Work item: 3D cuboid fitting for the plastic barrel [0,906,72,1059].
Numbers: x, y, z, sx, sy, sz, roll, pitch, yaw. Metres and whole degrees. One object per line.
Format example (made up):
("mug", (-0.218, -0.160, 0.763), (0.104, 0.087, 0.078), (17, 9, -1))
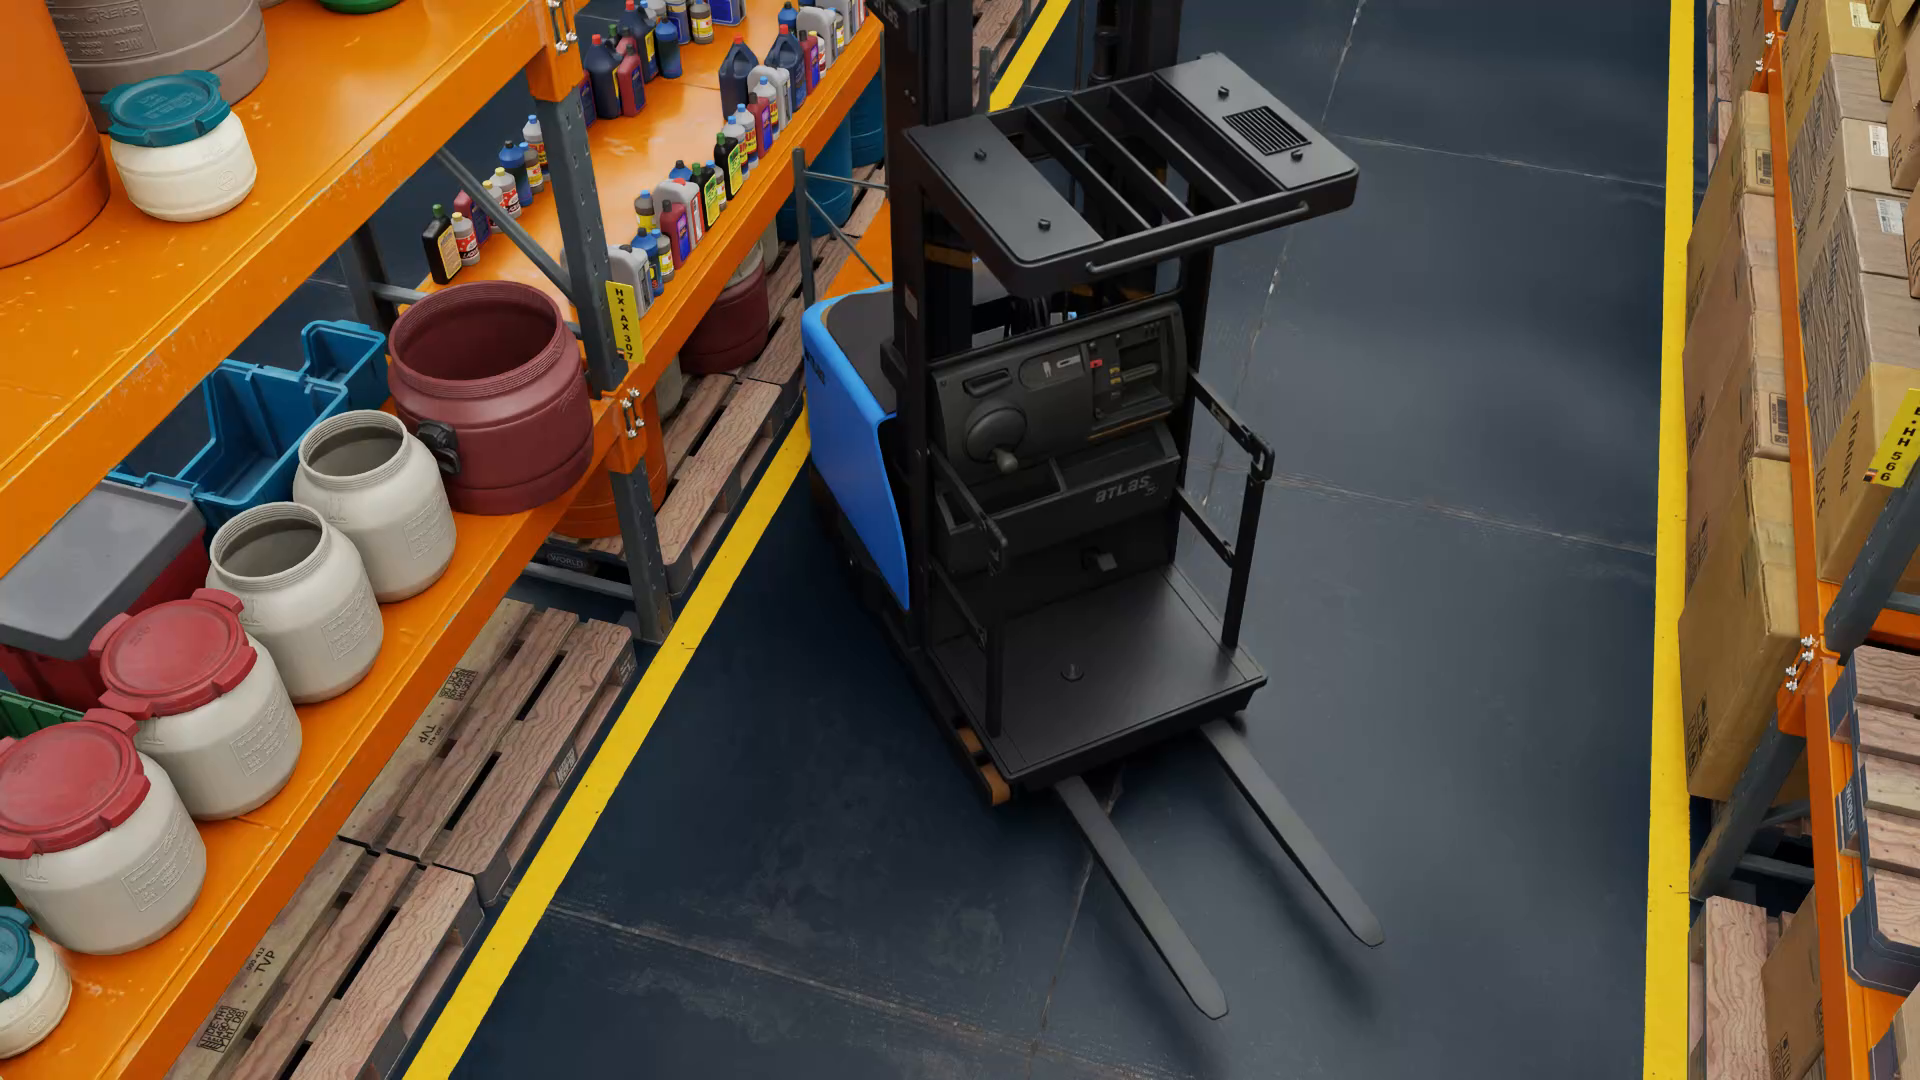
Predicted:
("plastic barrel", (-2.325, 1.077, 4.003), (0.301, 0.262, 0.301), (0, 44, 0))

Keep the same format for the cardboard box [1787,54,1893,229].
("cardboard box", (3.591, -1.520, 6.486), (0.500, 0.500, 0.500), (12, 46, 12))

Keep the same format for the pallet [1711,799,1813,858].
("pallet", (3.371, 0.747, 6.235), (1.003, 0.211, 1.213), (13, 46, 13))

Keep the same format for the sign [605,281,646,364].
("sign", (-1.134, -0.736, 5.639), (0.100, 0.325, 0.005), (13, 46, 13))

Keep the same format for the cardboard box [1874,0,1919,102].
("cardboard box", (3.867, -1.918, 6.176), (0.797, 0.503, 0.637), (13, 46, 13))

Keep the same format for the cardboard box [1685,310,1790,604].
("cardboard box", (3.566, -0.179, 6.406), (1.225, 0.875, 0.875), (13, 46, 13))

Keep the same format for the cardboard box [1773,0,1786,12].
("cardboard box", (4.052, -2.589, 7.830), (0.380, 0.149, 0.250), (13, 46, 13))

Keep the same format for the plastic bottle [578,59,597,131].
("plastic bottle", (-1.598, -1.869, 6.998), (0.061, 0.283, 0.133), (13, 46, 13))

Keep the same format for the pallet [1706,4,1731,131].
("pallet", (4.944, -2.716, 9.773), (1.003, 0.211, 1.213), (13, 46, 12))

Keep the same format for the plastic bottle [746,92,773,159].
("plastic bottle", (-0.828, -1.728, 6.853), (0.061, 0.283, 0.133), (13, 46, 13))

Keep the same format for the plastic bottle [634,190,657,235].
("plastic bottle", (-1.206, -1.260, 6.434), (0.097, 0.201, 0.097), (0, 44, 0))

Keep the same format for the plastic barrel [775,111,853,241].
("plastic barrel", (-0.844, -2.024, 8.273), (0.600, 0.901, 0.708), (13, 46, 13))

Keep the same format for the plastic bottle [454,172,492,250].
("plastic bottle", (-1.874, -1.261, 6.377), (0.061, 0.283, 0.133), (13, 46, 13))

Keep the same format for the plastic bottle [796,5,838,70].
("plastic bottle", (-0.635, -2.256, 7.398), (0.152, 0.276, 0.135), (13, 46, 13))

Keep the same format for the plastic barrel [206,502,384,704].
("plastic barrel", (-1.896, 0.183, 4.738), (0.421, 0.512, 0.421), (0, 44, 0))

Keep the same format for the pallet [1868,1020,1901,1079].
("pallet", (2.500, 1.657, 3.448), (1.003, 0.211, 1.213), (13, 46, 13))

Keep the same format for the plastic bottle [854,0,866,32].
("plastic bottle", (-0.524, -2.500, 7.648), (0.152, 0.276, 0.135), (13, 46, 13))

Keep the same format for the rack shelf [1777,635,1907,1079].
("rack shelf", (2.454, 1.850, 3.628), (1.077, 0.370, 4.000), (13, 46, 13))

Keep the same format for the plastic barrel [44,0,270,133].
("plastic barrel", (-2.116, -1.539, 4.074), (0.600, 0.901, 0.600), (0, 44, 0))

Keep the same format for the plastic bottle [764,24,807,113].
("plastic bottle", (-0.749, -2.021, 7.105), (0.144, 0.351, 0.185), (13, 46, 13))

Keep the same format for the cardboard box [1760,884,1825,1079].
("cardboard box", (2.876, 1.447, 4.998), (0.700, 0.500, 0.500), (10, 45, 10))

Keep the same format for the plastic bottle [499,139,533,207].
("plastic bottle", (-1.763, -1.460, 6.588), (0.097, 0.271, 0.097), (0, 44, 0))

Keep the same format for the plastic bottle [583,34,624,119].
("plastic bottle", (-1.510, -1.991, 7.074), (0.144, 0.351, 0.185), (13, 46, 13))

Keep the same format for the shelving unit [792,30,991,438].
("shelving unit", (-0.264, -1.305, 7.410), (0.587, 1.500, 1.083), (13, 46, 13))

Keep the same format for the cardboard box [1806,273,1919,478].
("cardboard box", (3.130, -0.488, 5.432), (0.500, 0.500, 0.500), (12, 46, 12))

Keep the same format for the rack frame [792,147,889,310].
("rack frame", (-0.423, -0.961, 7.059), (0.500, 1.500, 0.032), (13, 46, 13))

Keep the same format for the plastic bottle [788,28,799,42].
("plastic bottle", (-0.742, -2.095, 7.237), (0.097, 0.271, 0.097), (0, 44, 0))

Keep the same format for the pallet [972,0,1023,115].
("pallet", (-0.263, -2.957, 10.020), (1.003, 0.211, 1.213), (13, 46, 13))

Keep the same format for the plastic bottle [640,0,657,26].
("plastic bottle", (-1.394, -2.273, 7.419), (0.097, 0.271, 0.097), (0, 44, 0))

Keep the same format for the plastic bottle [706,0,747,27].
("plastic bottle", (-1.088, -2.534, 7.682), (0.152, 0.276, 0.135), (13, 46, 13))

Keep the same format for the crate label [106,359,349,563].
("crate label", (-2.219, -0.197, 5.180), (0.502, 0.435, 0.616), (13, 46, 13))

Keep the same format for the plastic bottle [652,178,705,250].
("plastic bottle", (-1.081, -1.273, 6.394), (0.152, 0.276, 0.135), (13, 46, 13))

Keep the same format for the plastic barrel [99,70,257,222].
("plastic barrel", (-1.823, -0.915, 3.893), (0.301, 0.262, 0.301), (0, 44, 0))

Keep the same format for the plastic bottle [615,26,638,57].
("plastic bottle", (-1.444, -2.068, 7.201), (0.061, 0.283, 0.133), (13, 46, 13))

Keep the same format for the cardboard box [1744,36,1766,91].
("cardboard box", (4.548, -2.220, 8.492), (0.875, 0.875, 0.875), (13, 46, 13))

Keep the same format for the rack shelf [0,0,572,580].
("rack shelf", (-2.266, -0.271, 3.651), (1.077, 0.370, 4.000), (13, 46, 13))

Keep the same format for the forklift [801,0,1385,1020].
("forklift", (0.447, -0.421, 5.483), (1.130, 2.935, 3.031), (-19, 47, -18))

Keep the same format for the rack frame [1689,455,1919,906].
("rack frame", (3.060, 0.260, 4.739), (1.000, 3.000, 0.127), (13, 46, 13))

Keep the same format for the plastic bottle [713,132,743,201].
("plastic bottle", (-0.927, -1.509, 6.630), (0.061, 0.283, 0.133), (13, 46, 13))

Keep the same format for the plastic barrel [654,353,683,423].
("plastic barrel", (-1.443, -0.775, 7.275), (0.421, 0.512, 0.421), (0, 44, 0))

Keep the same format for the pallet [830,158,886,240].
("pallet", (-0.722, -1.953, 8.994), (1.003, 0.211, 1.213), (13, 46, 13))

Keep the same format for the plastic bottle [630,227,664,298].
("plastic bottle", (-1.160, -1.035, 6.153), (0.097, 0.271, 0.097), (0, 44, 0))
